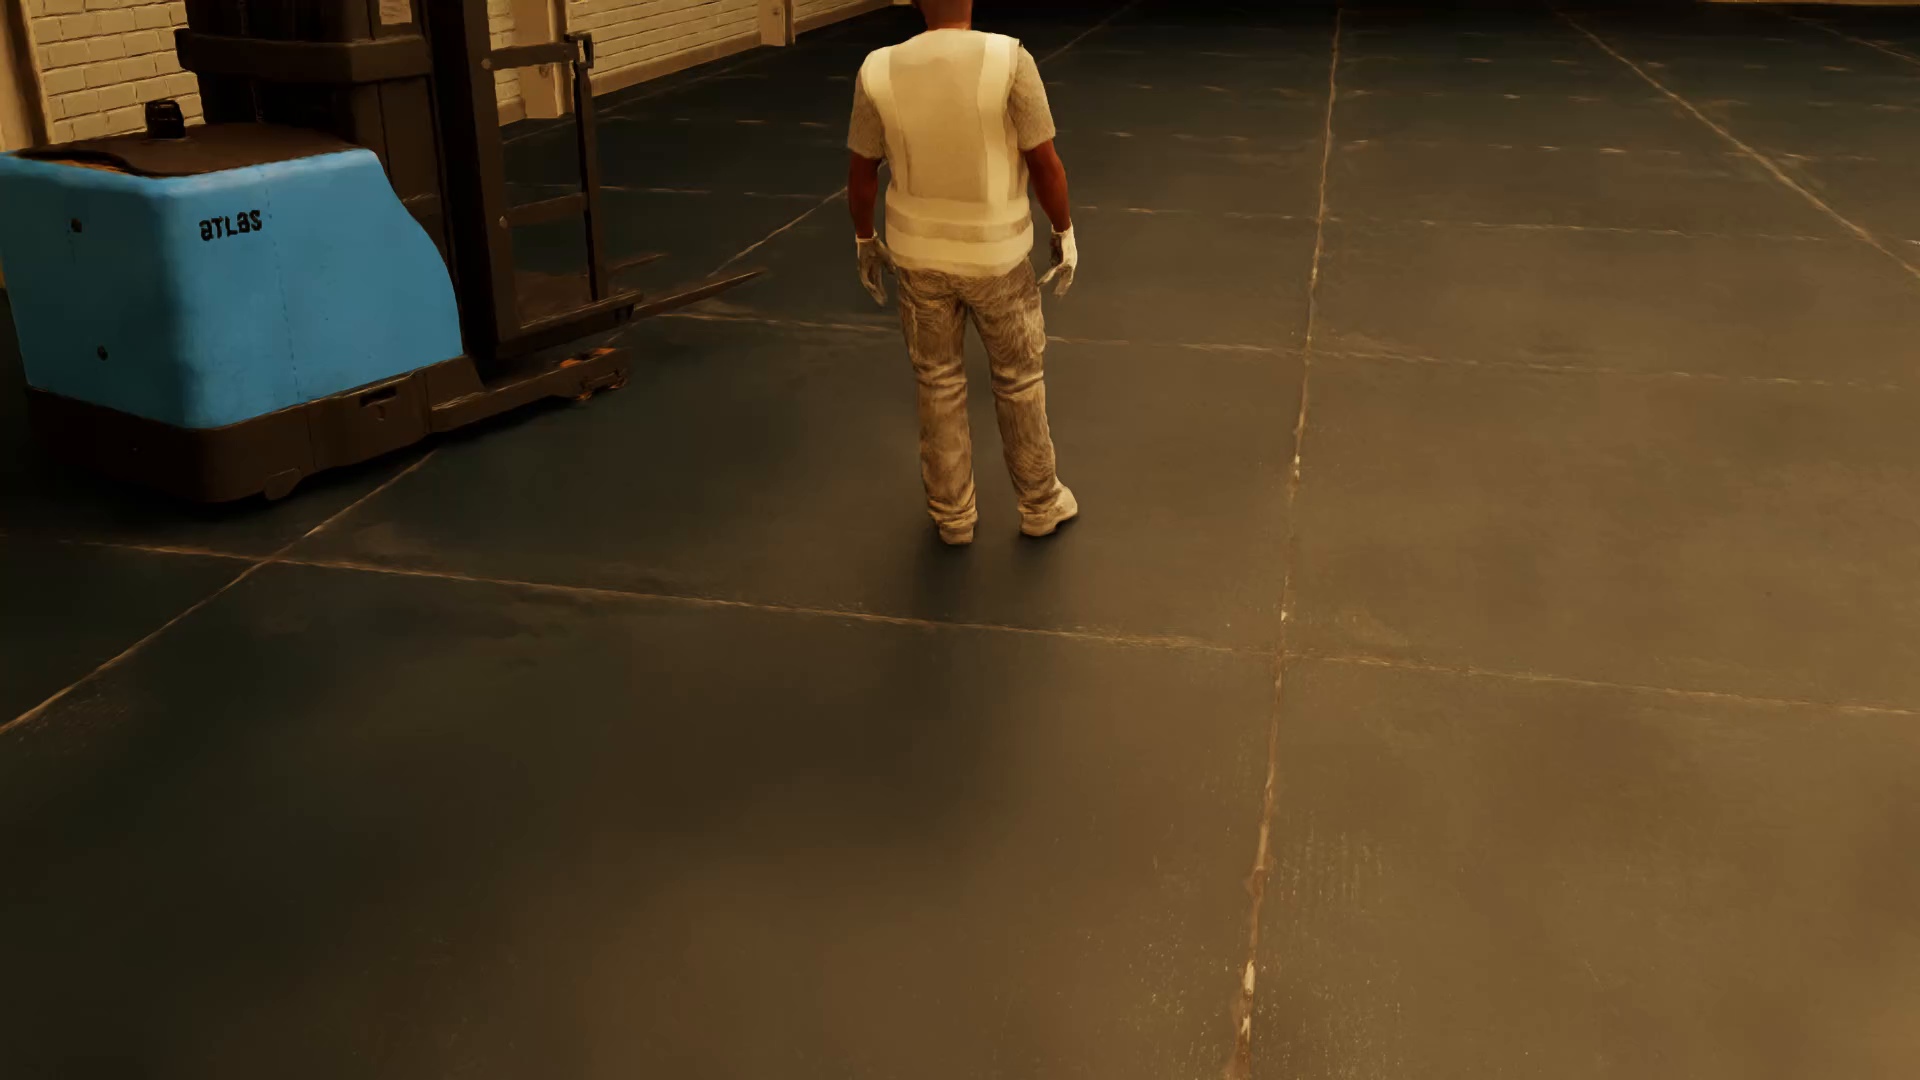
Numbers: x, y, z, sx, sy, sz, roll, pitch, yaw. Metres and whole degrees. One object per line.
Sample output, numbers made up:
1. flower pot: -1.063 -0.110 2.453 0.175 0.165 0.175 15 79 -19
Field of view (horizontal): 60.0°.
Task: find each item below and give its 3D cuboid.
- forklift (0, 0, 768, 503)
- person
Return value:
1. forklift: -1.966 -1.980 6.122 1.130 2.935 3.031 13 26 30
2. person: 0.023 -0.858 4.873 0.655 1.782 0.576 5 23 11
